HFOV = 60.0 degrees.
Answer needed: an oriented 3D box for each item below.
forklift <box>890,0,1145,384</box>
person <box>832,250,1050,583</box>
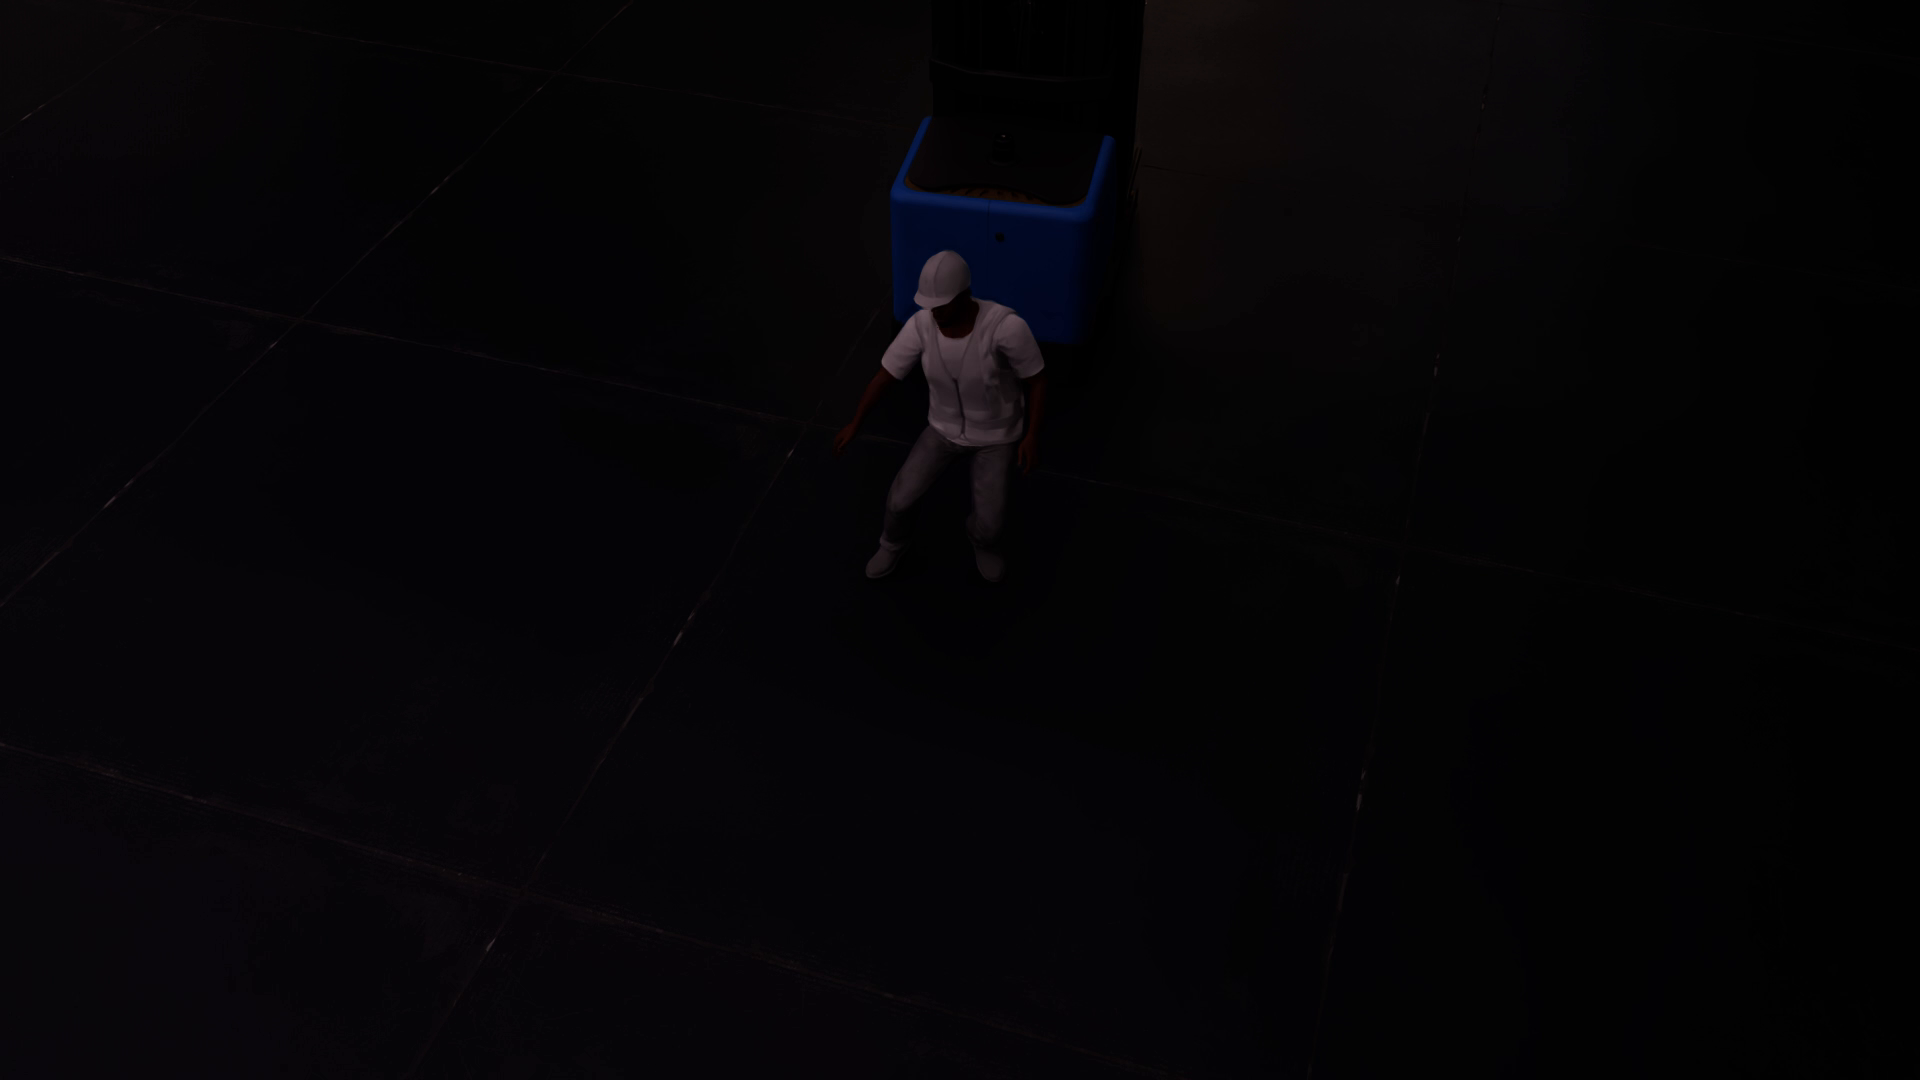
[{"bbox_3d":[0.445,-2.898,8.805,1.130,2.935,3.031,8,44,9],"label":"forklift"},{"bbox_3d":[-0.050,-0.476,7.154,0.912,1.644,0.548,15,45,15],"label":"person"}]
